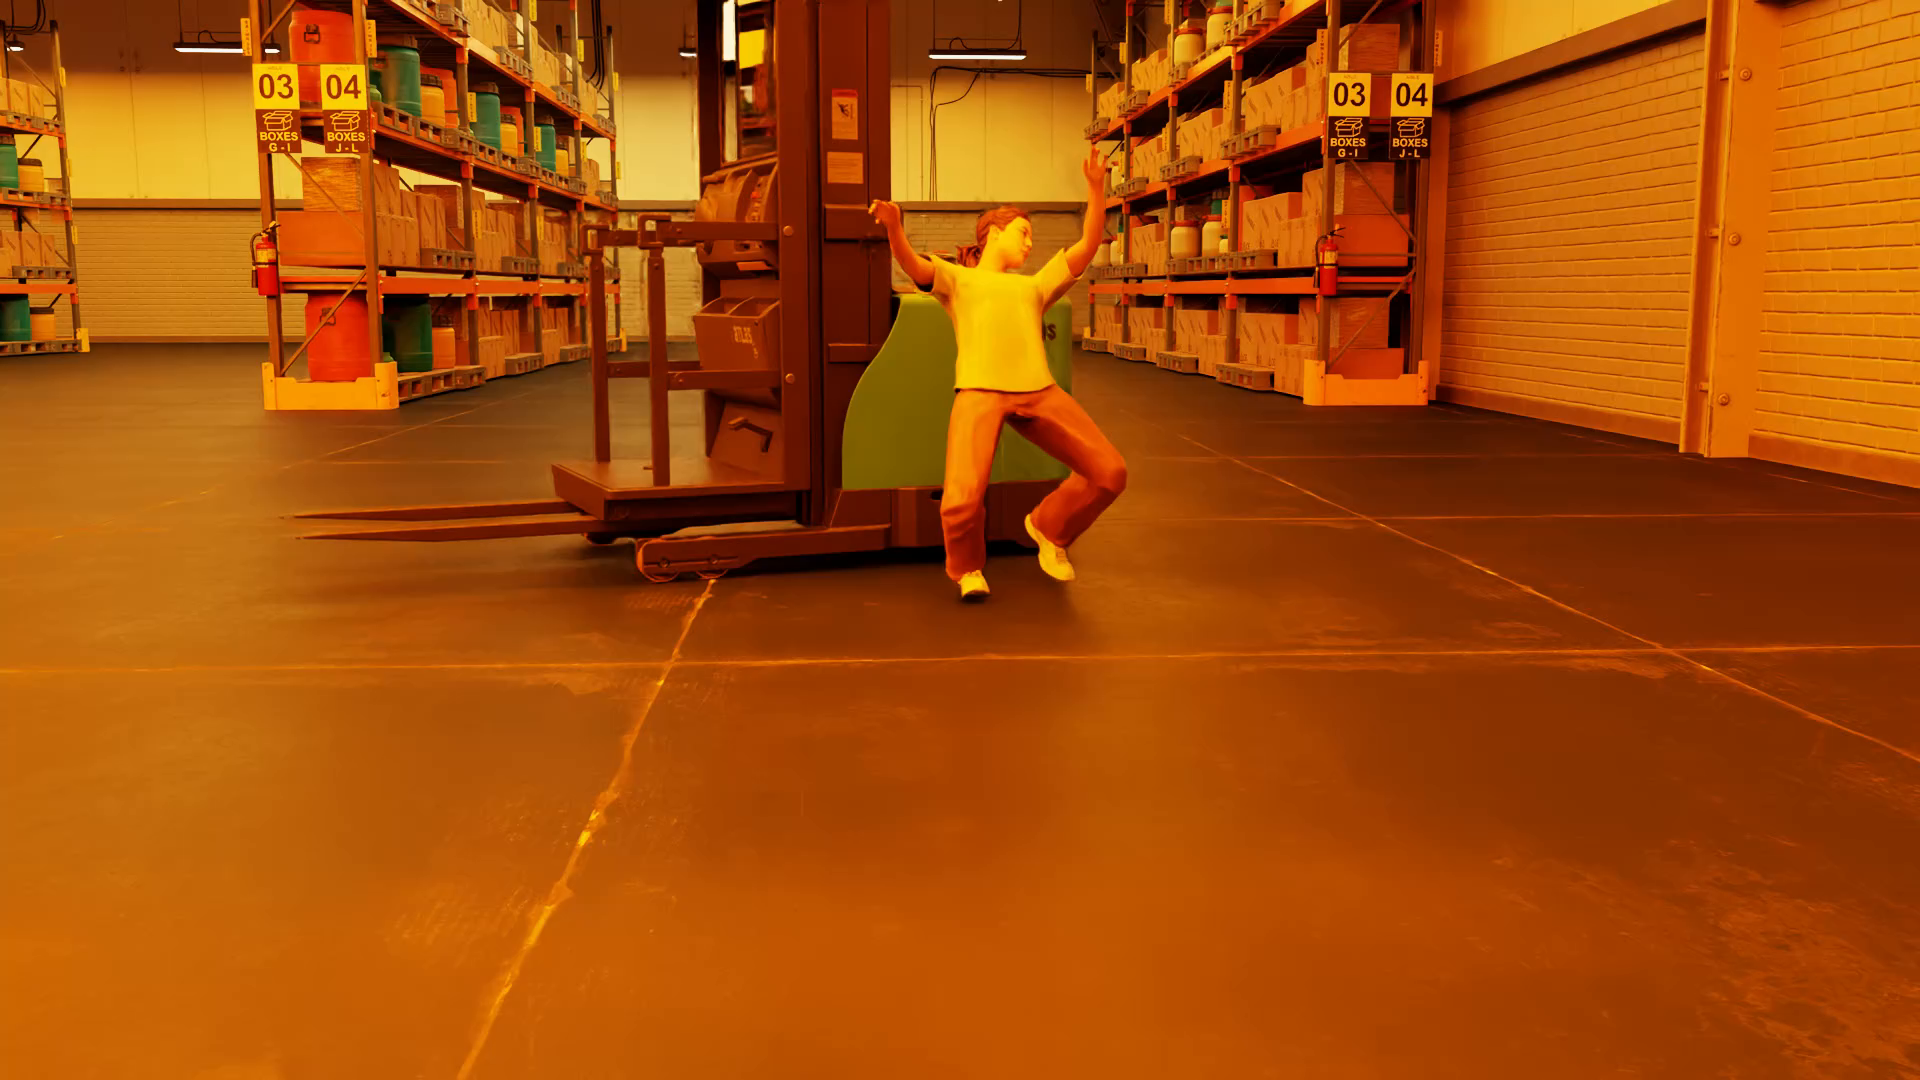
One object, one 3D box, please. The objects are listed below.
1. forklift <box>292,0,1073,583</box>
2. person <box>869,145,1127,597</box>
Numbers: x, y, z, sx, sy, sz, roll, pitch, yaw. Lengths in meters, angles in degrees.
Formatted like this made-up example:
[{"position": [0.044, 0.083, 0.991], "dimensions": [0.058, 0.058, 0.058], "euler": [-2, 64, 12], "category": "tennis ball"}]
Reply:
[{"position": [-1.081, -1.377, 6.606], "dimensions": [3.031, 2.935, 1.130], "euler": [-4, 9, -24], "category": "forklift"}, {"position": [0.054, -0.578, 5.805], "dimensions": [0.941, 1.549, 0.659], "euler": [-4, 9, -23], "category": "person"}]
